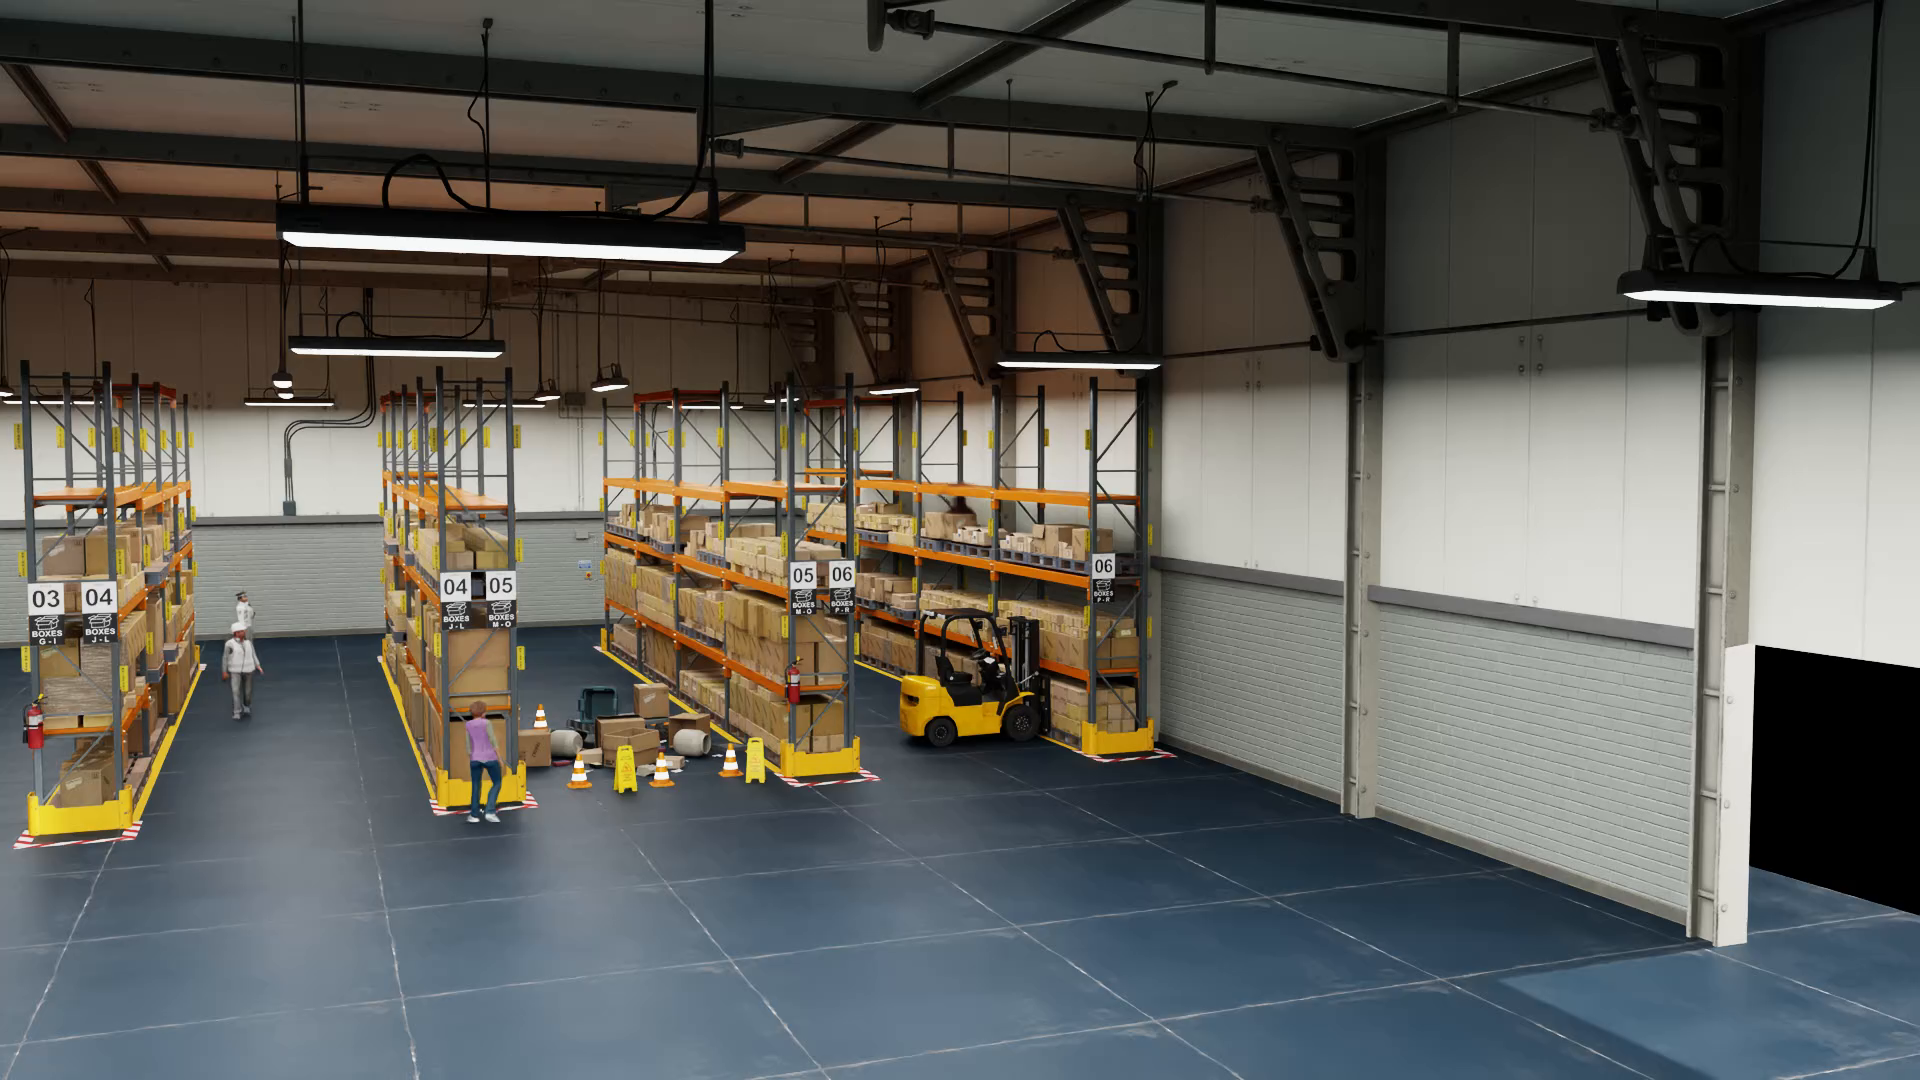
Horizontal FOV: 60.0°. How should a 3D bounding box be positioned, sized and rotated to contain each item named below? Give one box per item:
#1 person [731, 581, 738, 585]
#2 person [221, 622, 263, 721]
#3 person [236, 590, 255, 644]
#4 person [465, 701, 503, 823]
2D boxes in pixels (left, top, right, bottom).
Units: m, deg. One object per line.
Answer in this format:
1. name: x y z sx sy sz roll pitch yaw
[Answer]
1. person: -5.969 1.556 42.587 0.642 1.776 0.534 0 3 7
2. person: -12.867 2.337 29.811 0.684 1.726 1.045 -1 4 -23
3. person: -15.775 1.958 36.716 0.395 1.705 0.521 -1 4 -14
4. person: -6.217 2.898 21.676 0.531 1.610 0.331 0 3 7
